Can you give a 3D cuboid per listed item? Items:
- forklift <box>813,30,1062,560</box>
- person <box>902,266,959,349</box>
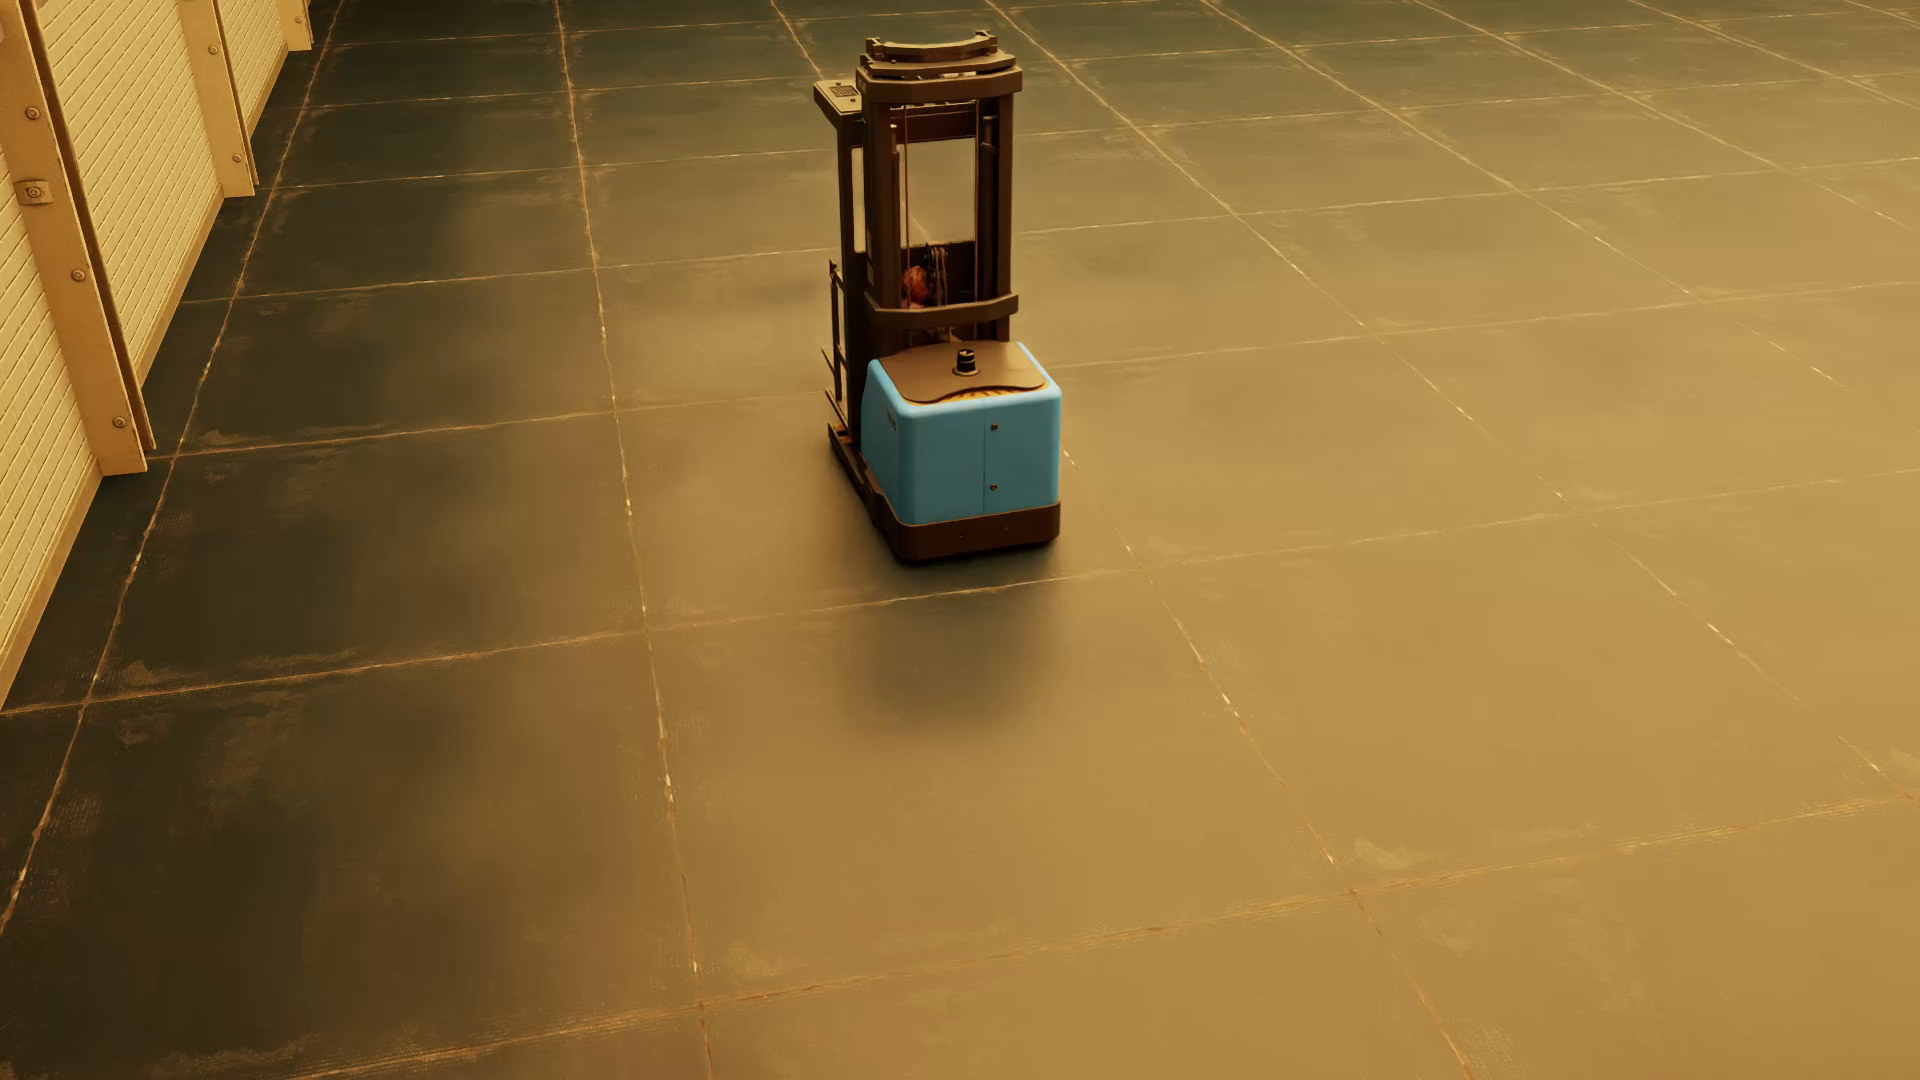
[{"bbox_3d":[-0.287,-1.871,10.807,1.130,2.935,3.031,-9,31,-14],"label":"forklift"},{"bbox_3d":[-0.226,-1.114,10.913,0.707,1.514,0.528,17,34,27],"label":"person"}]
